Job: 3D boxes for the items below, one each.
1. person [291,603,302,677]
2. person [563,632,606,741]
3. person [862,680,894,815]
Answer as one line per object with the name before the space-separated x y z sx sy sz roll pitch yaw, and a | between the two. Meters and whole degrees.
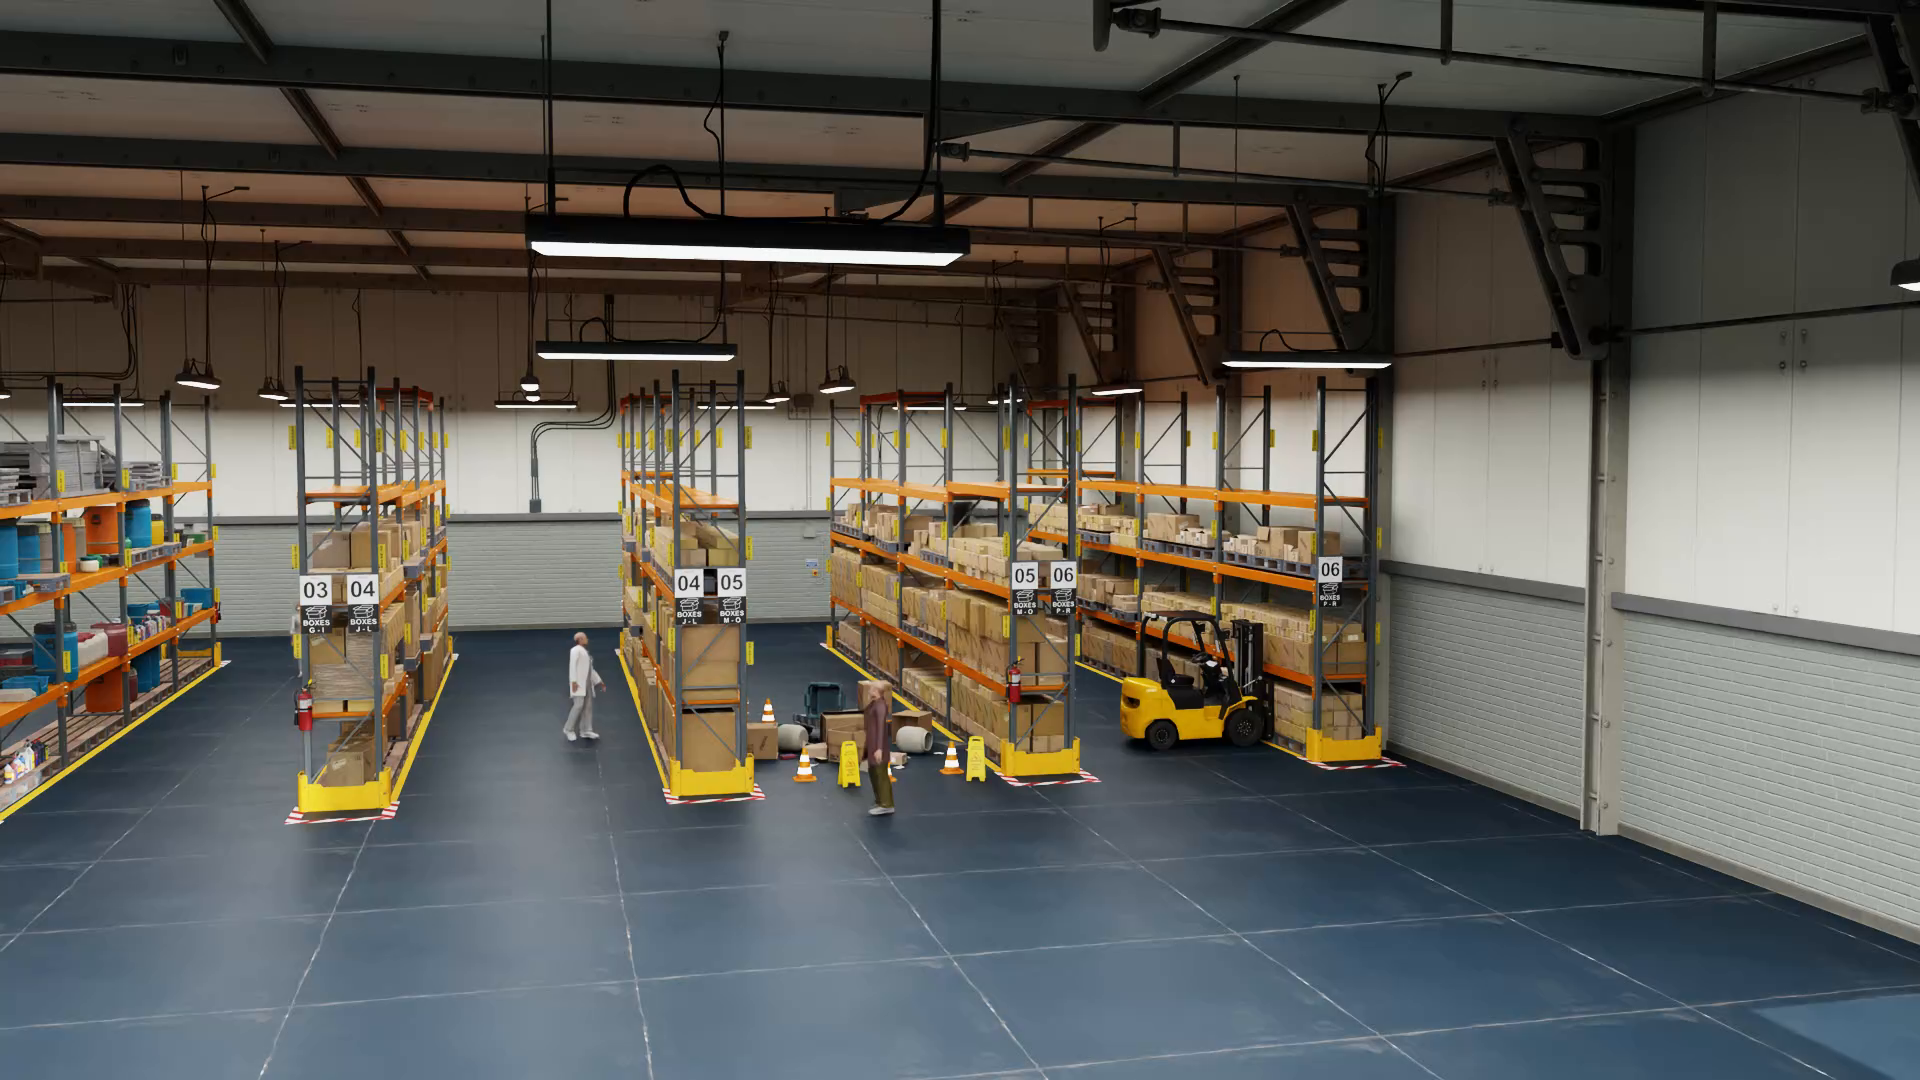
person | -13.966 2.101 35.289 0.446 1.560 0.690 -1 4 -19
person | -6.332 2.558 27.979 0.527 1.579 0.723 1 4 22
person | -1.097 2.789 22.318 0.405 1.824 0.699 -1 3 -12
